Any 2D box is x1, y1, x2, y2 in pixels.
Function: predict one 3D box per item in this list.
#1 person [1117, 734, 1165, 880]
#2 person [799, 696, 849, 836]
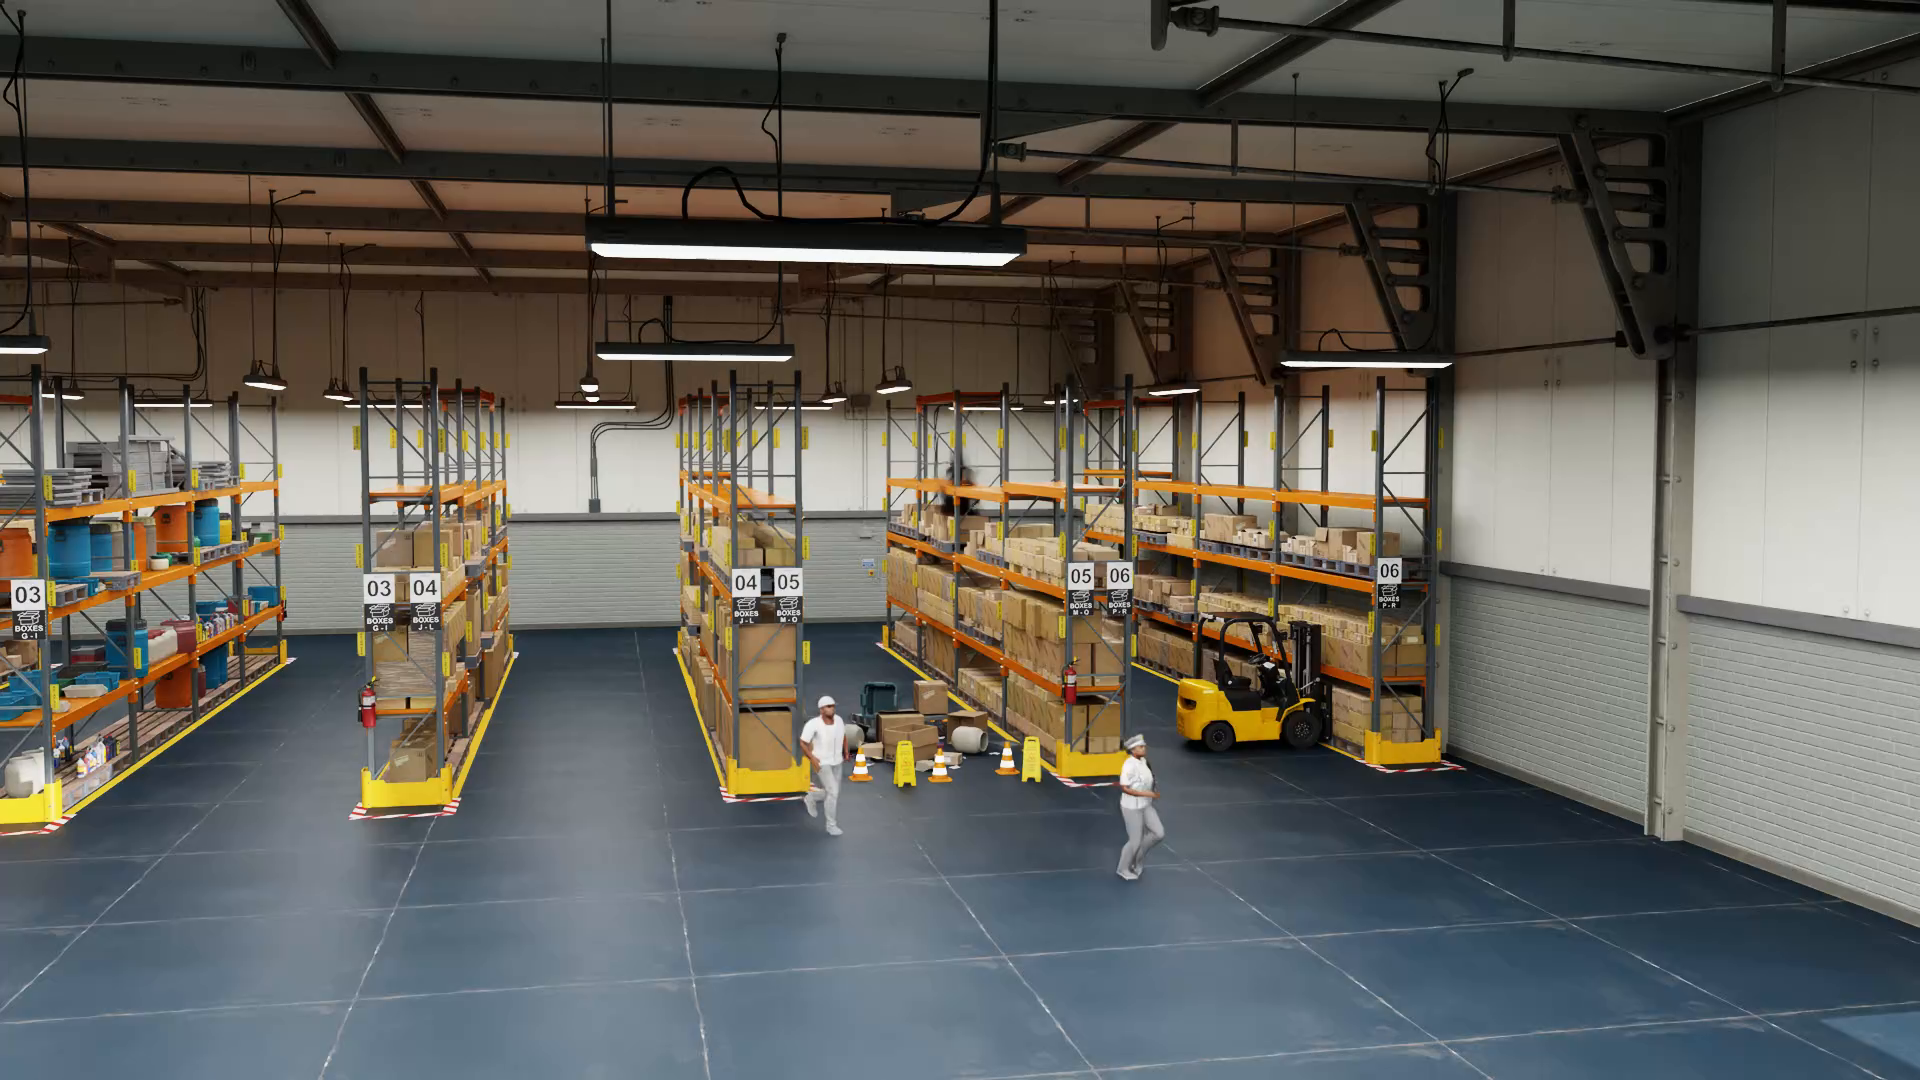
[{"bbox_3d":[2.048,3.031,18.899,0.576,1.672,0.630,2,4,34],"label":"person"},{"bbox_3d":[-1.746,2.859,21.331,0.698,1.759,0.789,-3,5,-44],"label":"person"}]
